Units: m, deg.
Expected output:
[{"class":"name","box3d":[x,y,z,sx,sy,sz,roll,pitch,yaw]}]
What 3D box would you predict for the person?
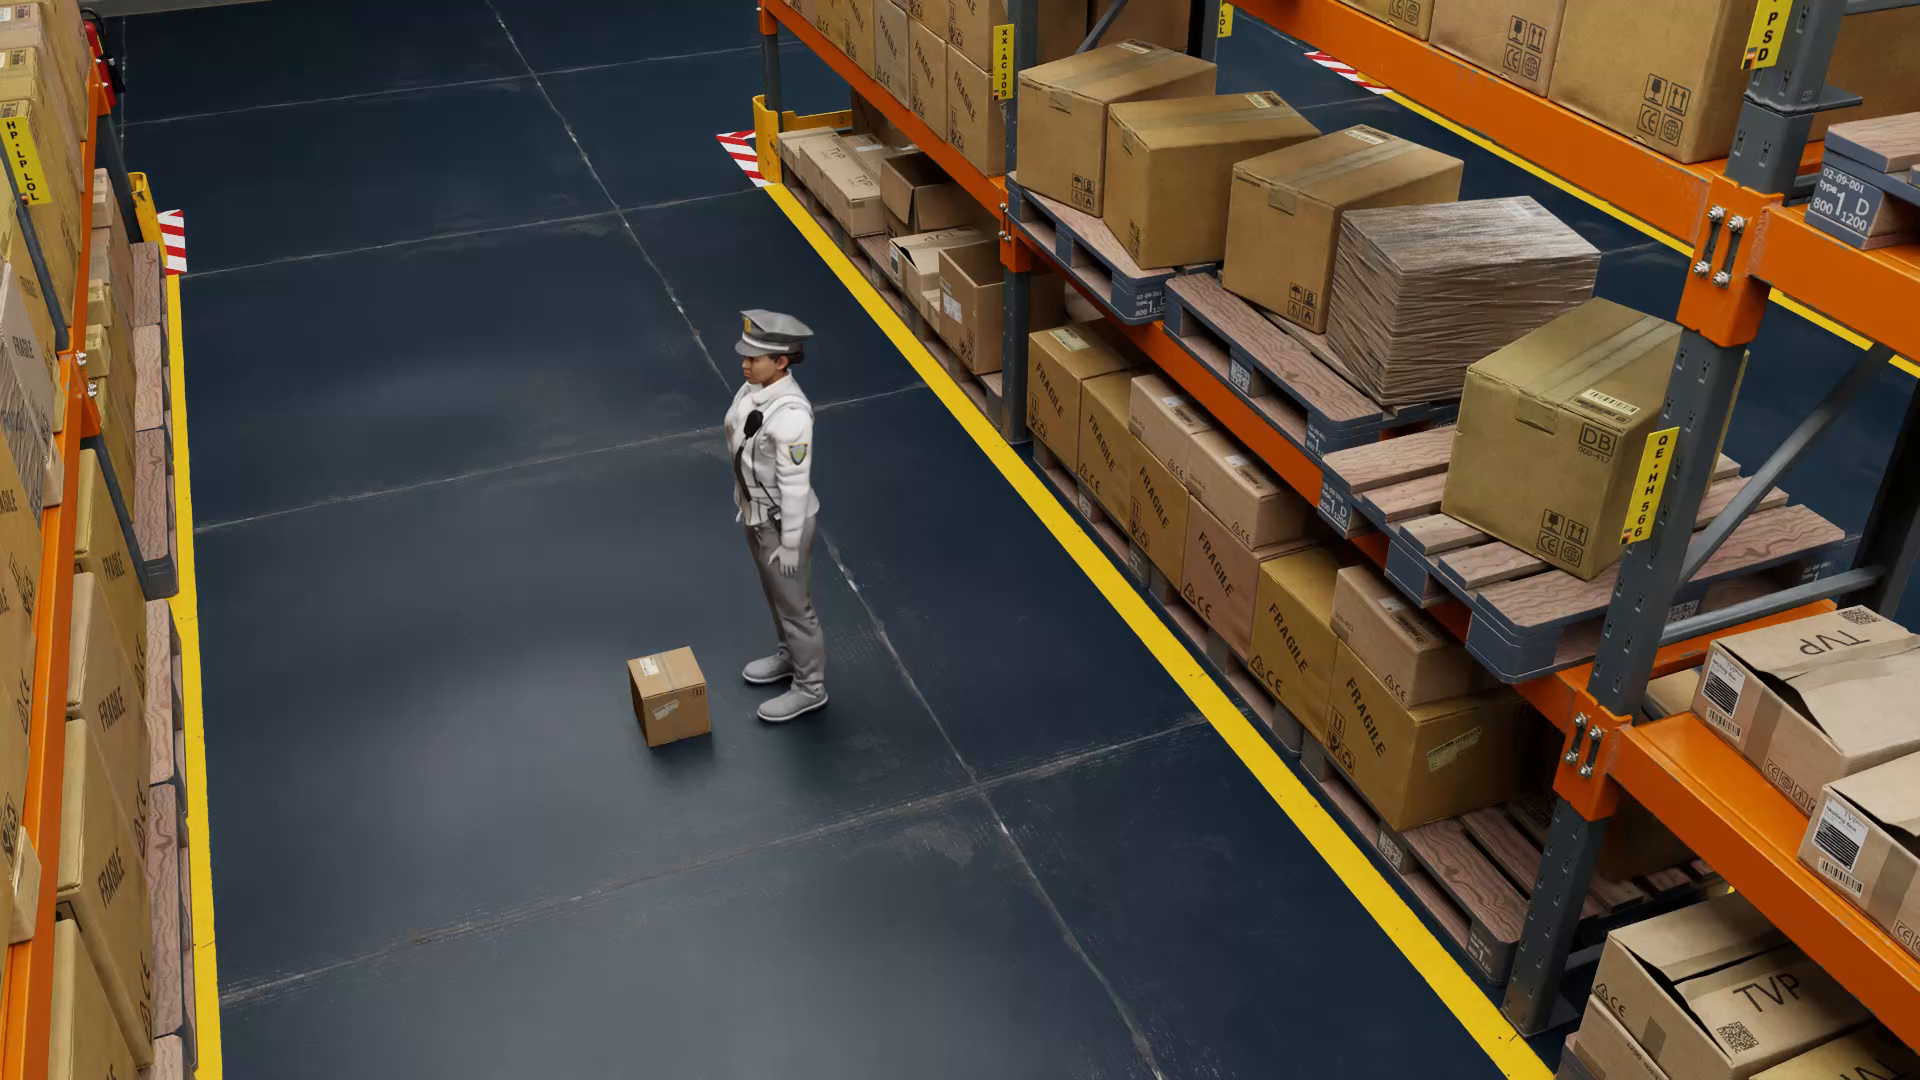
[{"class":"person","box3d":[-0.691,-0.078,6.240,0.344,1.685,0.470,-12,36,-18]}]
